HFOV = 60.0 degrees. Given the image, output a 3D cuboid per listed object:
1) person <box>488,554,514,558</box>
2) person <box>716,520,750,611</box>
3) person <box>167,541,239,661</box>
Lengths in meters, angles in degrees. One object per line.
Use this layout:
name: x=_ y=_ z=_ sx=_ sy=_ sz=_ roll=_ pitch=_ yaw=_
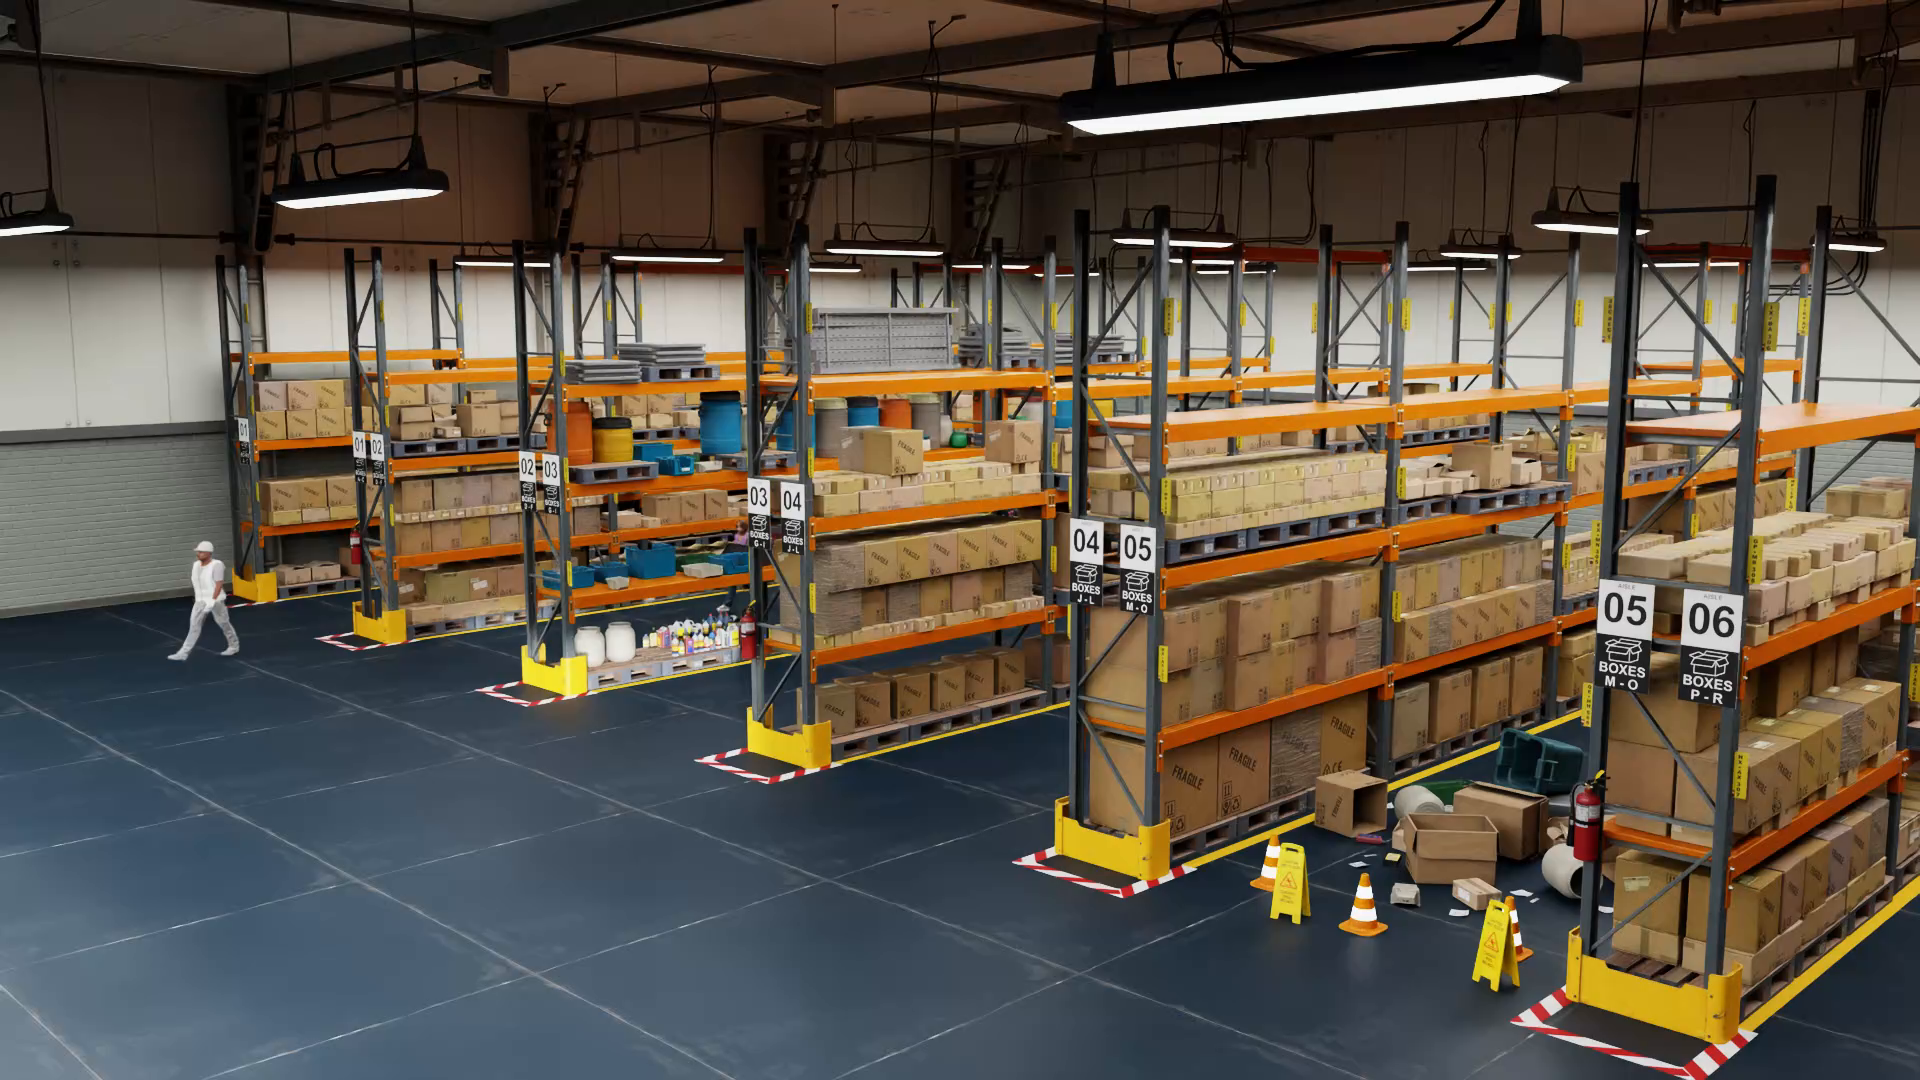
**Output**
person: x=-8.450 y=0.007 z=30.444 sx=0.567 sy=1.660 sz=1.069 roll=2 pitch=8 yaw=15
person: x=-3.687 y=0.413 z=27.941 sx=0.452 sy=1.517 sz=0.967 roll=3 pitch=9 yaw=22
person: x=-10.928 y=0.881 z=24.040 sx=0.577 sy=1.722 sz=1.065 roll=2 pitch=8 yaw=16
